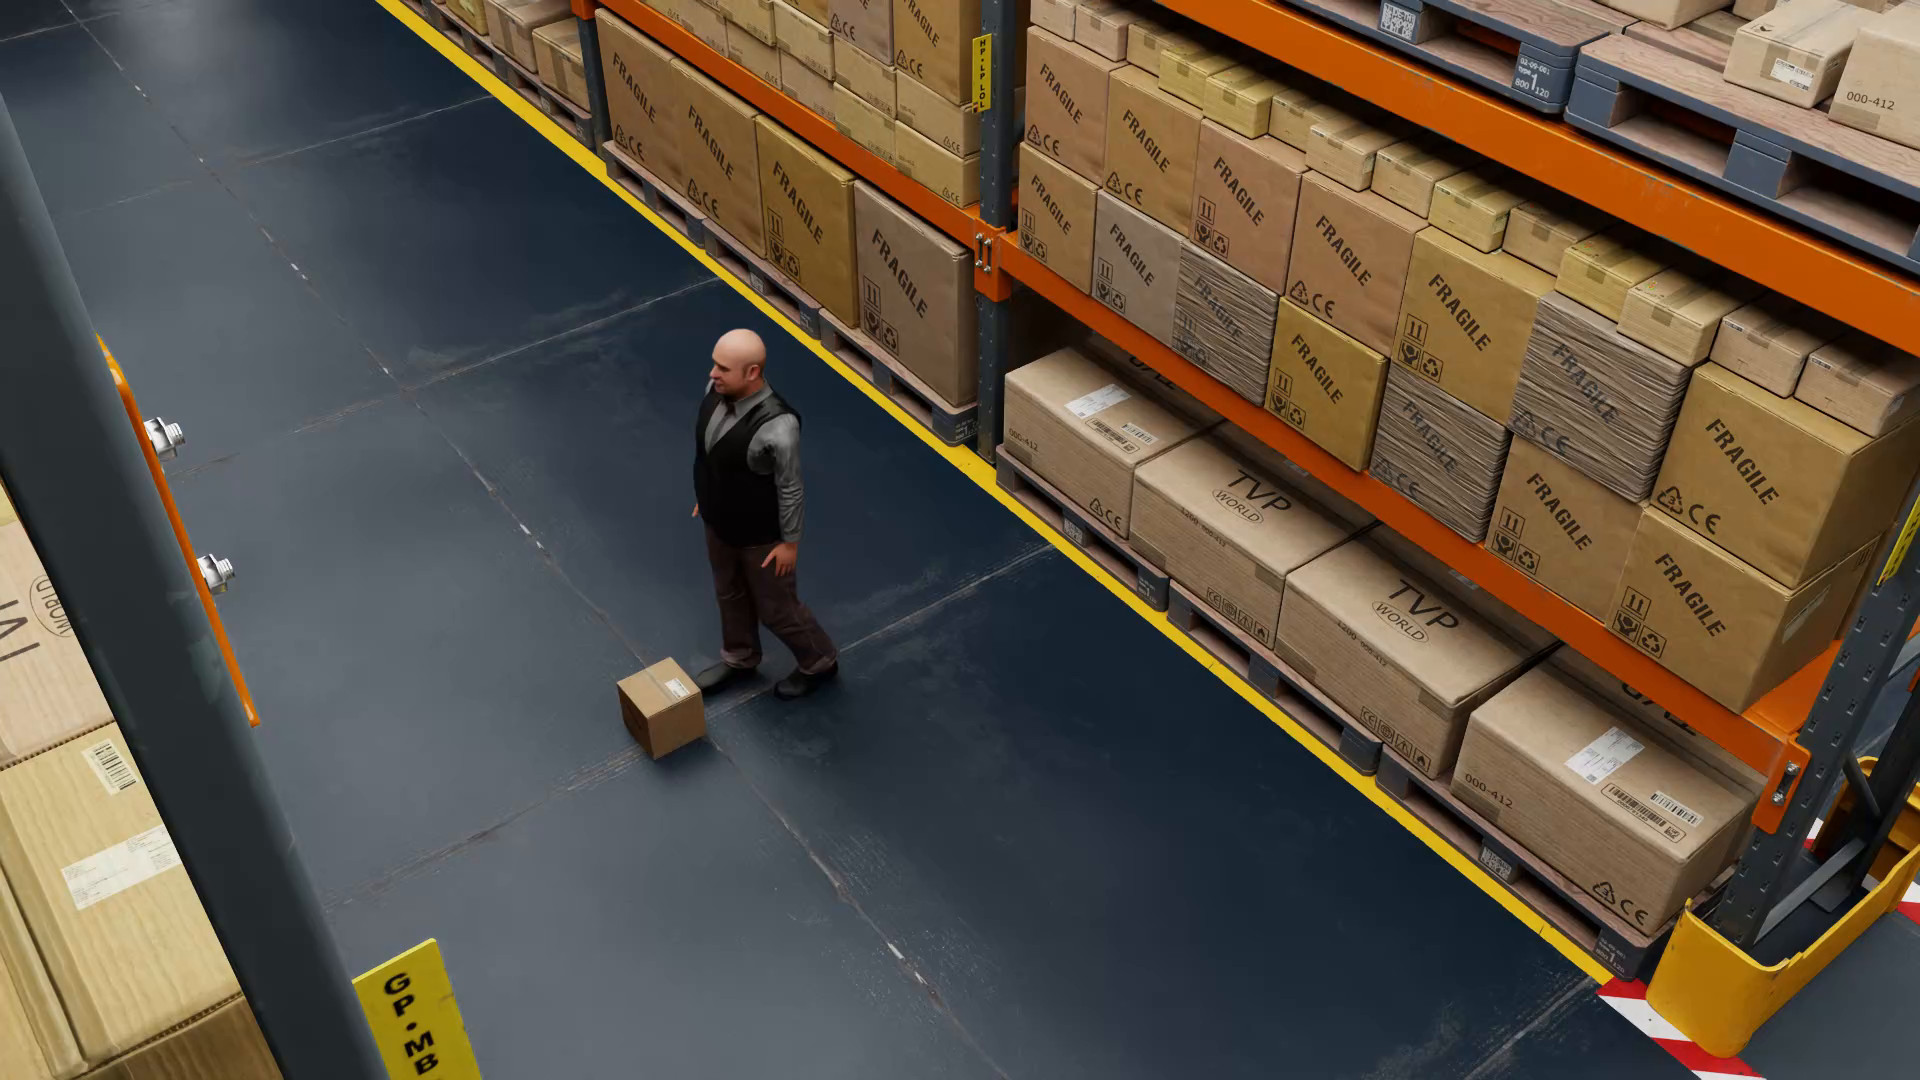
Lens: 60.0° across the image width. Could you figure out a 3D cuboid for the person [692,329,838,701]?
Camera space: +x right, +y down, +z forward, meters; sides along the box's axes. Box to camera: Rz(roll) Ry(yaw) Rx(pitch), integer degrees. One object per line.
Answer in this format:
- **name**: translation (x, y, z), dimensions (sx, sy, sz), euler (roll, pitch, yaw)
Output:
- **person**: translation (-0.840, -0.058, 6.515), dimensions (0.570, 1.743, 0.555), euler (-26, 47, -28)
